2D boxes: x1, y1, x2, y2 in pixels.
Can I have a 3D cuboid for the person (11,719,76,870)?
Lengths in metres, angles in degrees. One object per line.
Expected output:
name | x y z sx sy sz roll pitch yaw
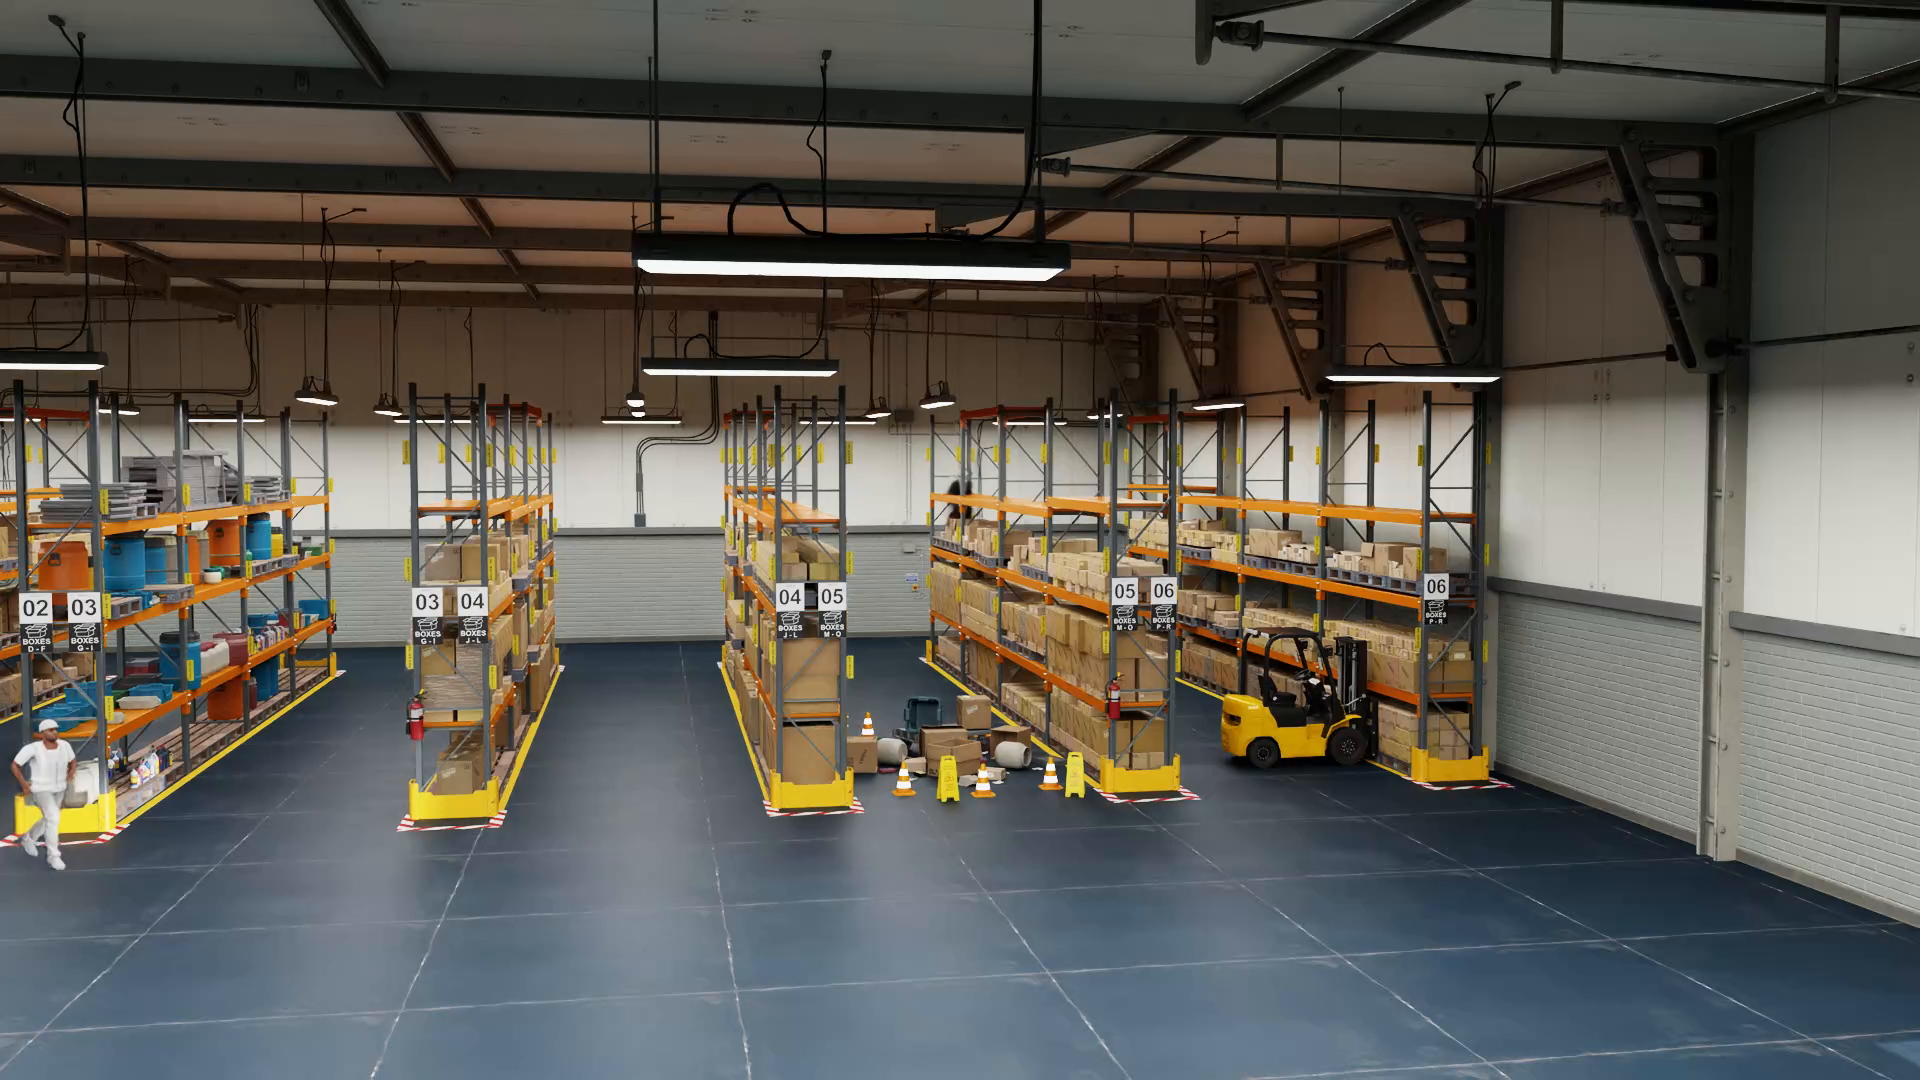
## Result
person | -11.190 3.082 20.404 0.875 1.792 0.714 1 3 22

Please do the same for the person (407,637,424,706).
person | -10.762 2.463 33.450 0.702 1.739 0.705 -1 3 -15
